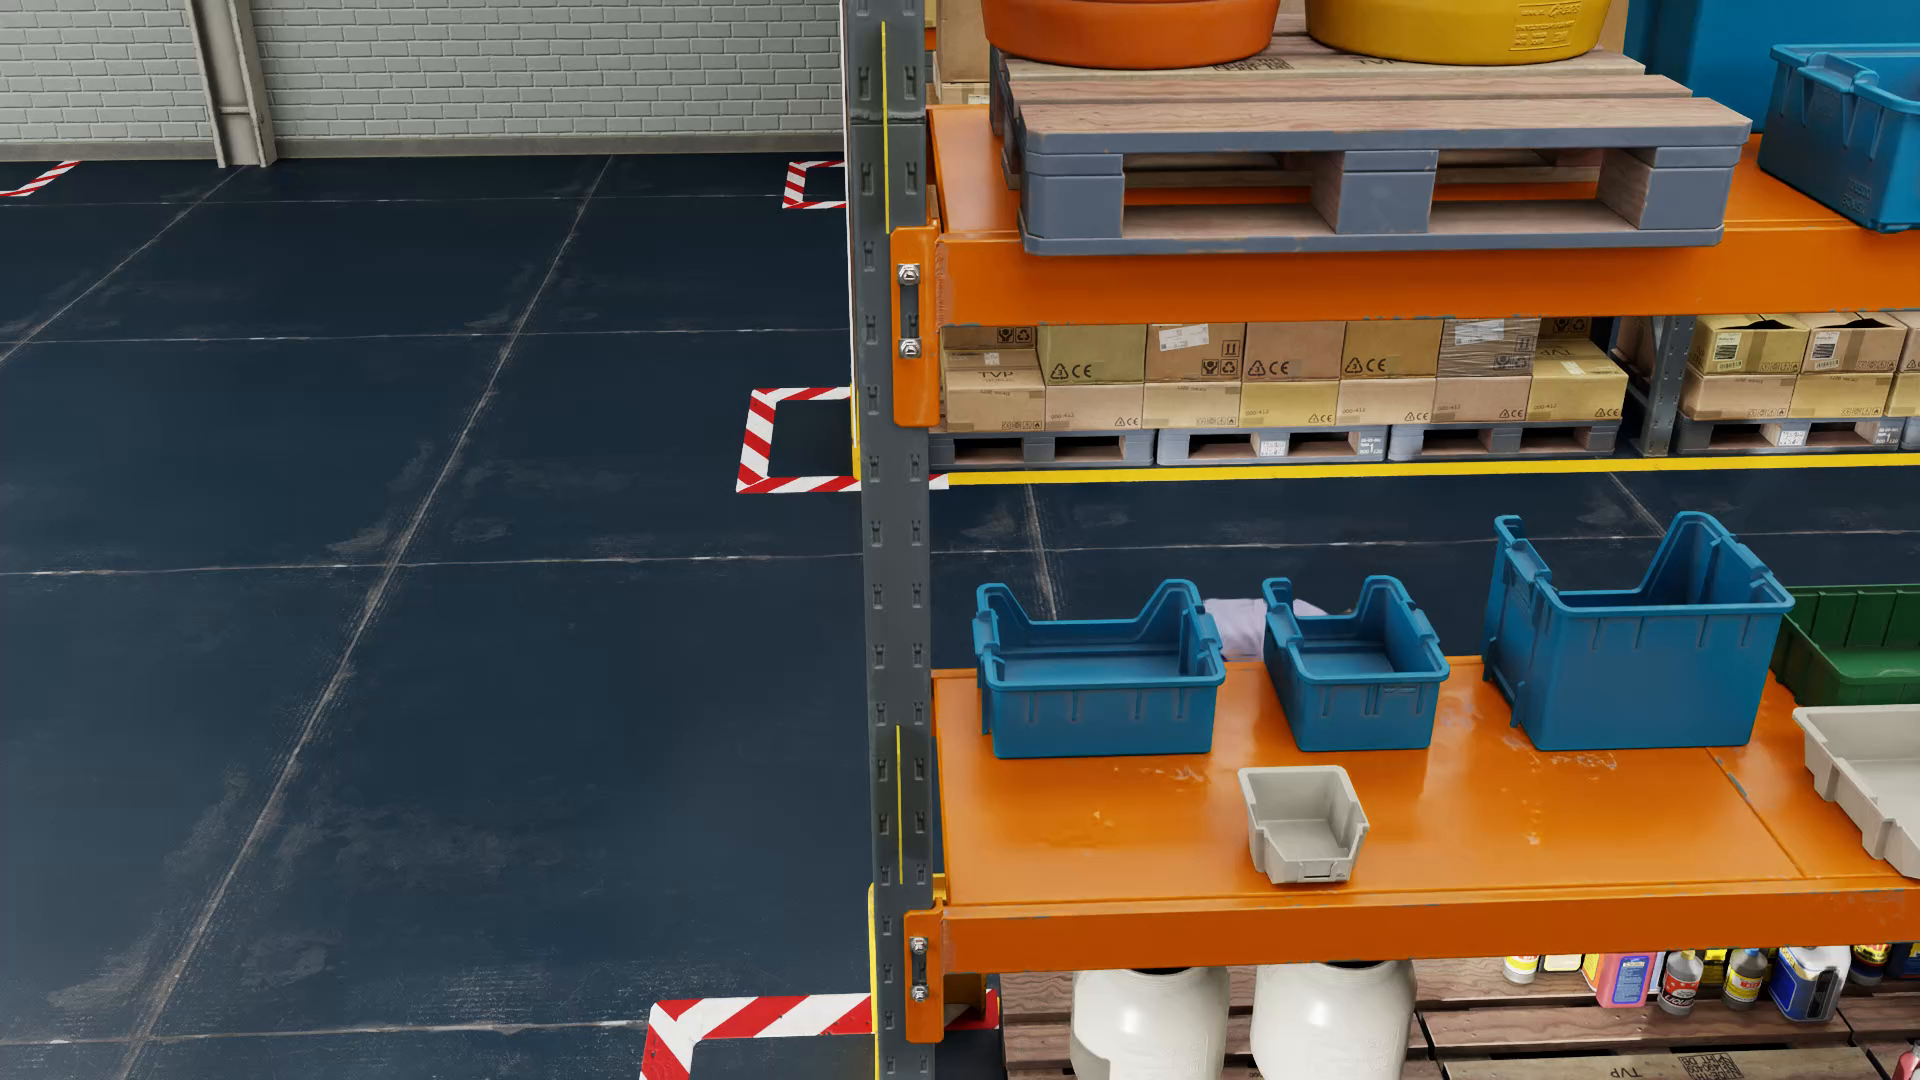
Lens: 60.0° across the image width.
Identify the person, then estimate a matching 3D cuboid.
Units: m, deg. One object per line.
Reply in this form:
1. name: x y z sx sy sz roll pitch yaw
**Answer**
1. person: 0.936 0.178 5.791 0.339 1.651 0.561 -3 28 -6
